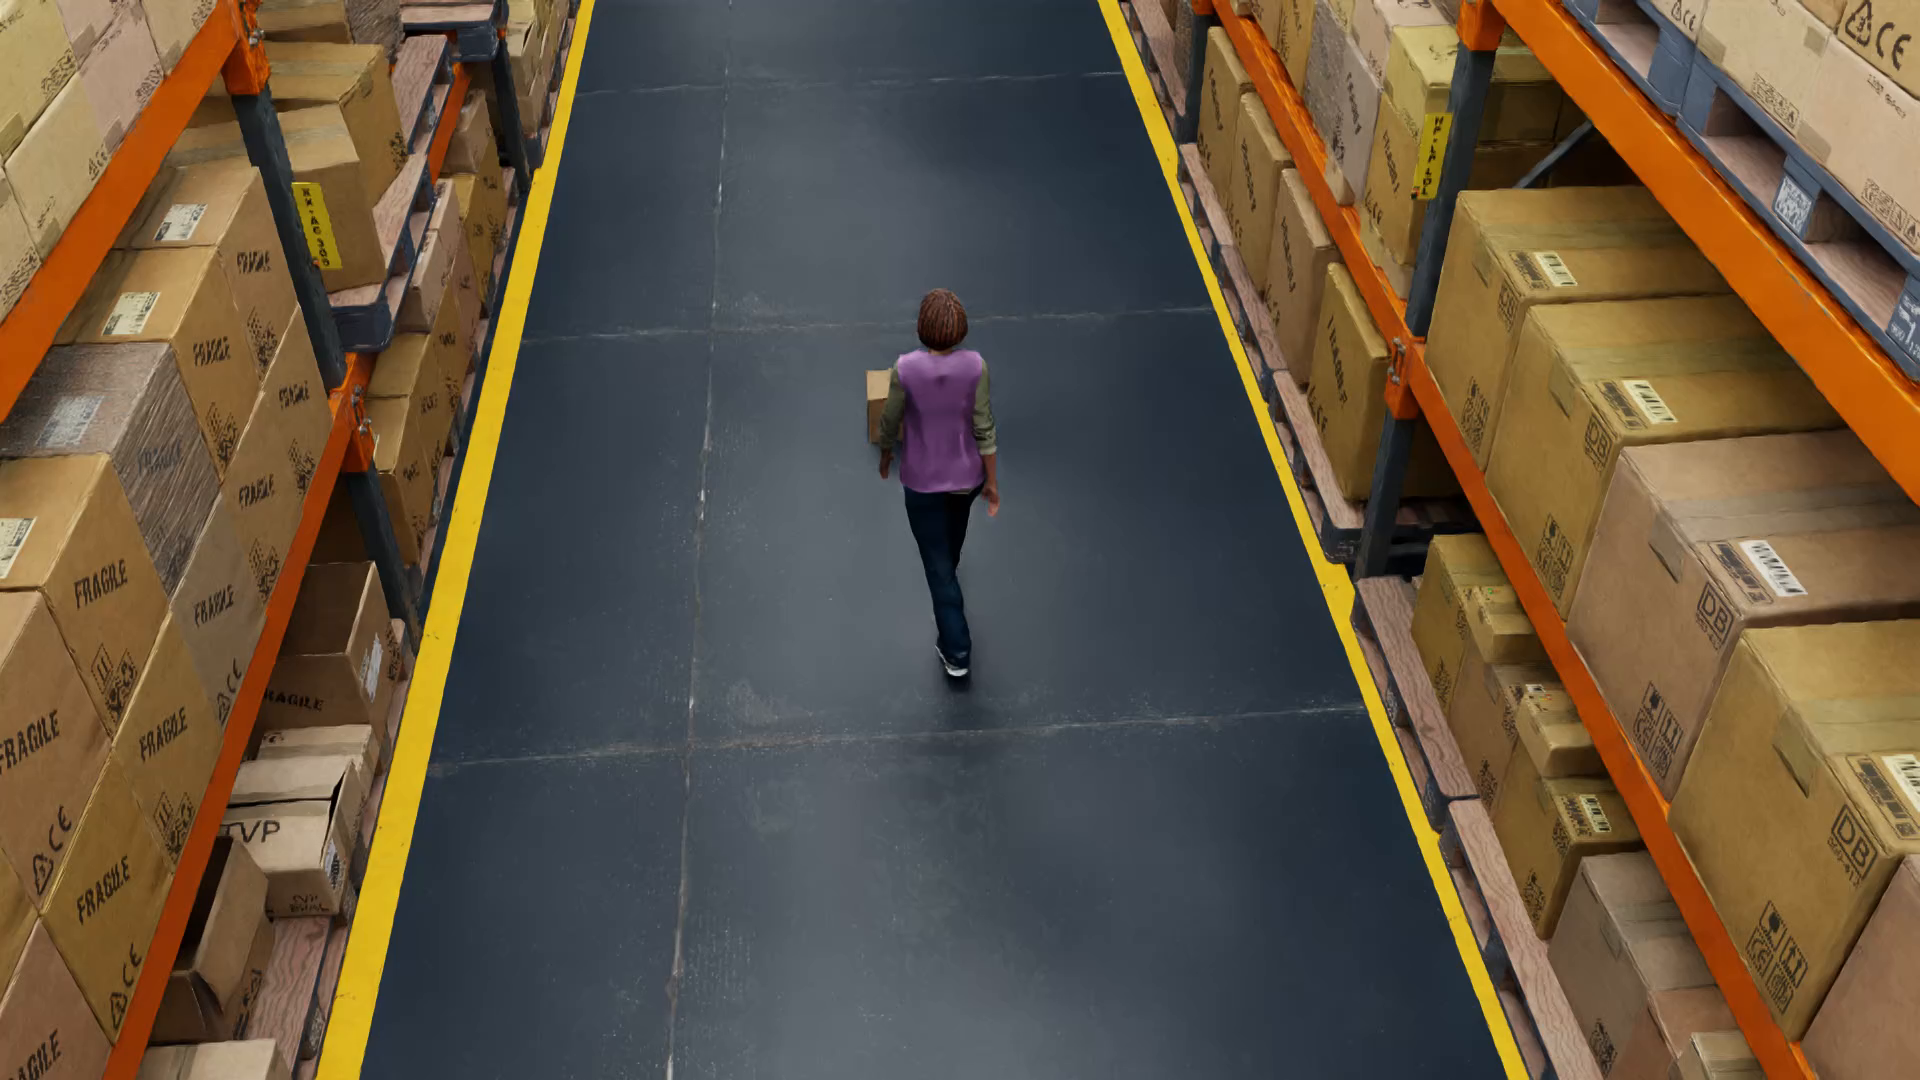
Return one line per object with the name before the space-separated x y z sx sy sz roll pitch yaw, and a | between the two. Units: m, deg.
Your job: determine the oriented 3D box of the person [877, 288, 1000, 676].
person | -0.099 -0.294 6.526 0.435 1.540 0.908 -8 40 -10
